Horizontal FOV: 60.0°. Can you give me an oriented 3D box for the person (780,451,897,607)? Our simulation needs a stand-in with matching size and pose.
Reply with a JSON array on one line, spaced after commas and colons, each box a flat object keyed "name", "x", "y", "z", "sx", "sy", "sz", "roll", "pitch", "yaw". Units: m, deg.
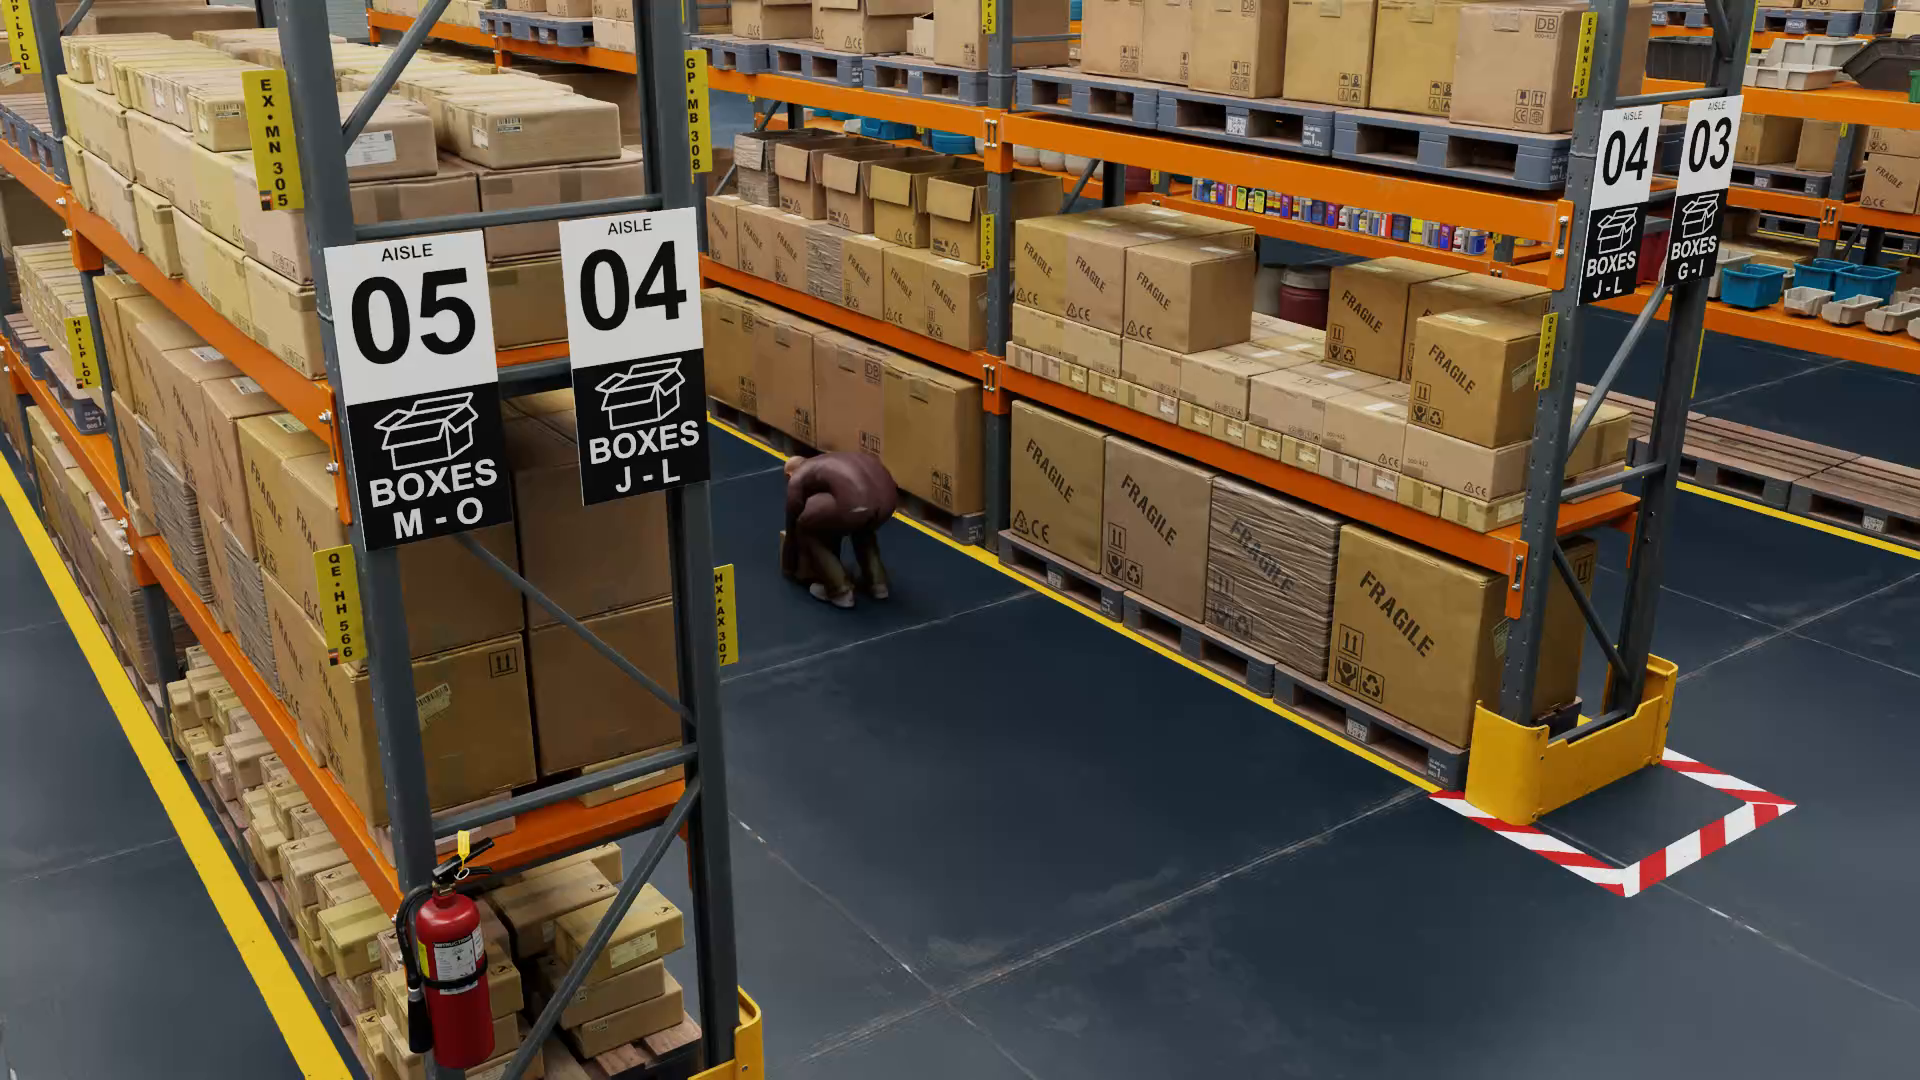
[{"name": "person", "x": -0.760, "y": -0.121, "z": 10.143, "sx": 0.595, "sy": 0.923, "sz": 0.950, "roll": -16, "pitch": 26, "yaw": -35}]
